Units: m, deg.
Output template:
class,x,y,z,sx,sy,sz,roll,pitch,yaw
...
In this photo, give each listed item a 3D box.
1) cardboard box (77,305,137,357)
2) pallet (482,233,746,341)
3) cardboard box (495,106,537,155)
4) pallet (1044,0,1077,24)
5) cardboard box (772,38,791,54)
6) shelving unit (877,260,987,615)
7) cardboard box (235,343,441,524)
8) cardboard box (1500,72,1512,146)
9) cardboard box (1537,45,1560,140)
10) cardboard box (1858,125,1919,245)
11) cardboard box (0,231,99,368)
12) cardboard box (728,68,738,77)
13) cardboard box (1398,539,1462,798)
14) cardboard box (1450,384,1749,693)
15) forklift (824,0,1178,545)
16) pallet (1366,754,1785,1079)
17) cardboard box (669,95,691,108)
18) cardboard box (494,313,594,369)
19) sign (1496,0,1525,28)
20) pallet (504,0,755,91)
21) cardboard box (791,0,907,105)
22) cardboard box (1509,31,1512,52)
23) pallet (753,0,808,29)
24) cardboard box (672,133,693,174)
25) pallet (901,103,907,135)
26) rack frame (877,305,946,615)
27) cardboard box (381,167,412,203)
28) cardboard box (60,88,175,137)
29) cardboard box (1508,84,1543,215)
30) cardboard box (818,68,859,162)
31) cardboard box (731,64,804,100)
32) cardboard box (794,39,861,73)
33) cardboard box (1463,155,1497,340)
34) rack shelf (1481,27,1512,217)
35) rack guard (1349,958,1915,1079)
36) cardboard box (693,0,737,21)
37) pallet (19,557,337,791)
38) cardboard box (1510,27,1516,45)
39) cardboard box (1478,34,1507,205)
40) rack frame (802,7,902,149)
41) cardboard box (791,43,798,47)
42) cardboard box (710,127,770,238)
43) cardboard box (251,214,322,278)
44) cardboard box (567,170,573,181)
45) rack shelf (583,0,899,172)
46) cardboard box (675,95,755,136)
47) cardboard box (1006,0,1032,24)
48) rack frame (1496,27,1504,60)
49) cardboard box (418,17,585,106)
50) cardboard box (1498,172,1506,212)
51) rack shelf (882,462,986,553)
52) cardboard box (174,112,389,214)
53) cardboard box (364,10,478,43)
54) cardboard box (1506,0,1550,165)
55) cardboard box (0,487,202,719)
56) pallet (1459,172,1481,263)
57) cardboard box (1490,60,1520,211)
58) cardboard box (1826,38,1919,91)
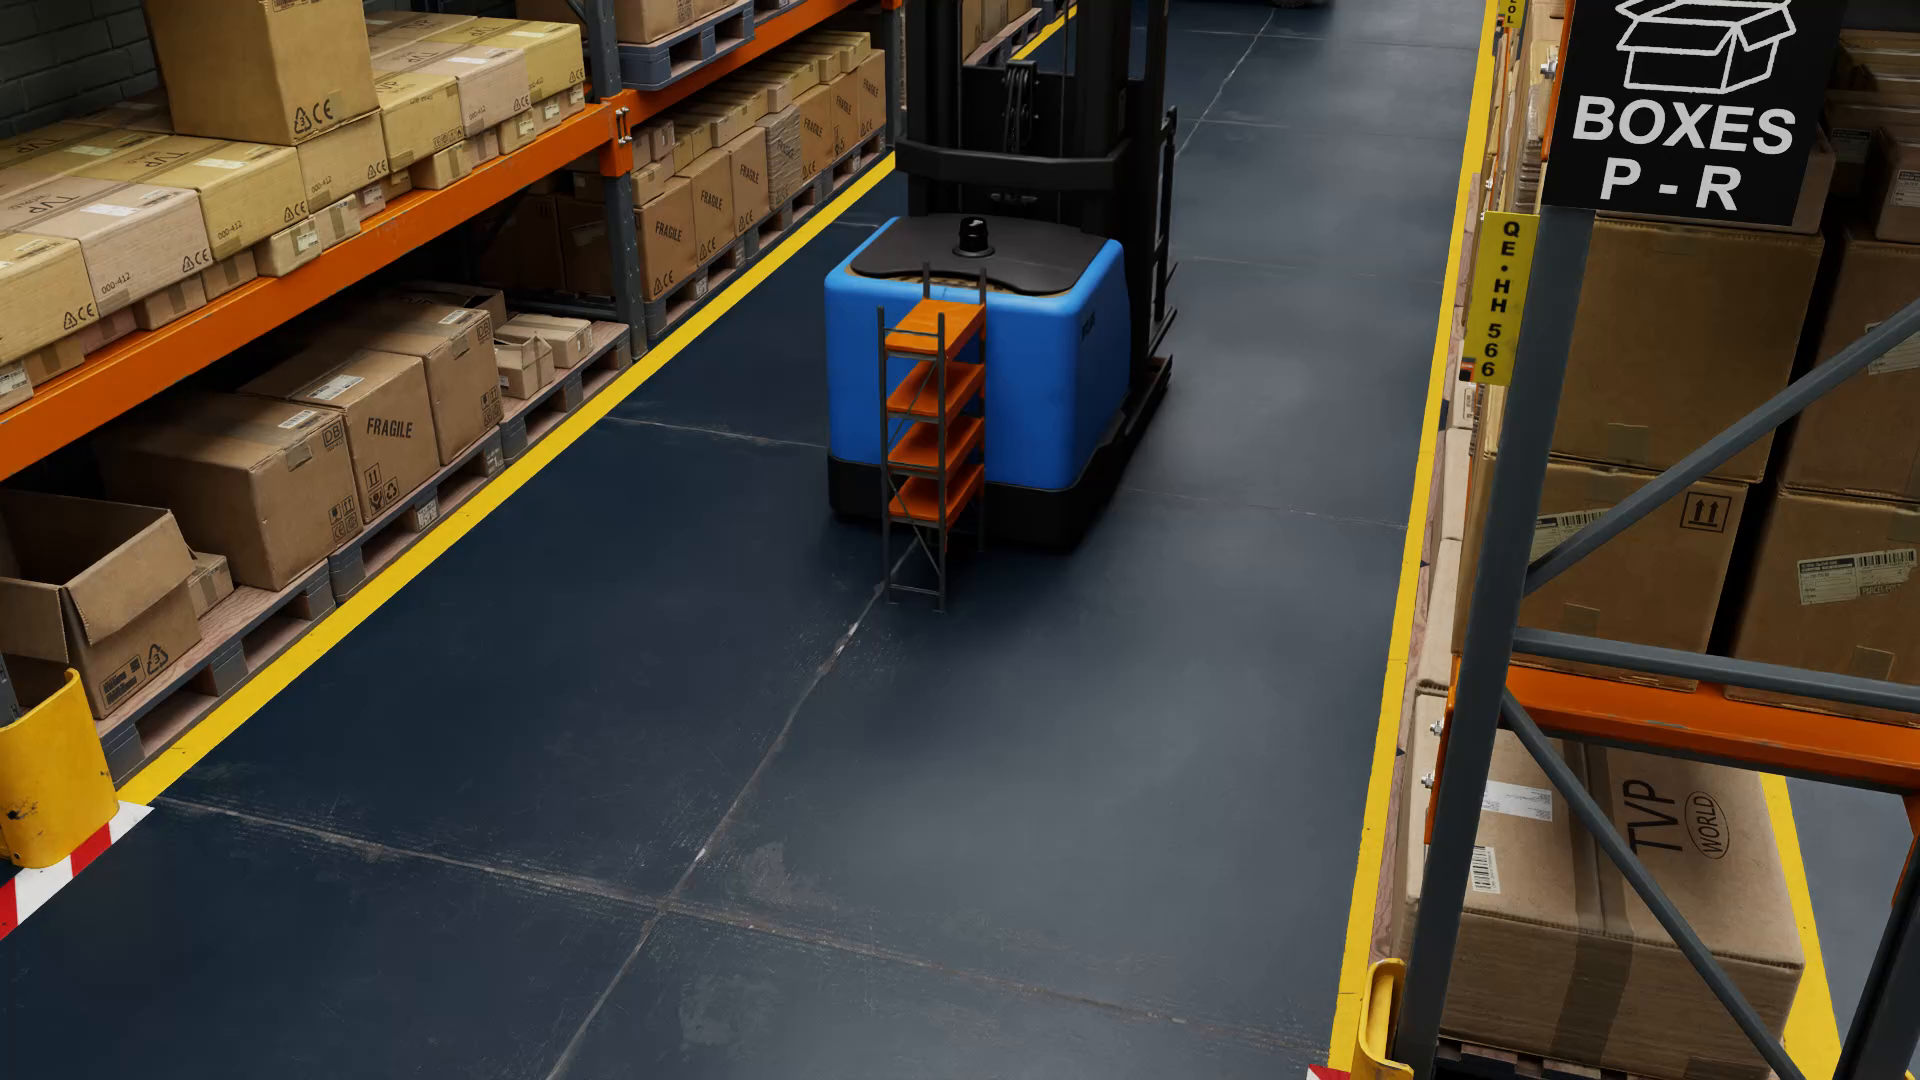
class,x,y,z,sx,sy,sz,roll,pitch,yaw
cardboard box,-2.822,-0.701,5.183,0.380,0.149,0.250,8,30,14
pallet,-1.879,-1.469,9.174,1.003,0.211,1.213,8,30,15
cardboard box,-2.042,-1.762,7.090,0.380,0.149,0.250,9,30,16
pallet,0.540,-5.167,15.821,1.003,0.211,1.213,8,30,15
cardboard box,-1.358,-3.340,11.141,0.380,0.149,0.250,10,31,17
shelving unit,-0.094,-0.377,6.194,0.258,1.200,0.503,9,30,15
cardboard box,-2.446,-0.431,6.578,0.500,0.500,0.500,9,30,16
cardboard box,2.556,-1.777,7.013,0.500,0.250,0.500,8,30,14
cardboard box,1.452,-0.952,3.577,0.380,0.149,0.250,8,30,14
cardboard box,1.860,-0.629,2.996,0.380,0.149,0.250,9,30,16
cardboard box,-2.865,-0.682,4.739,0.500,0.250,0.500,9,30,15
cardboard box,-1.627,-2.980,10.494,0.380,0.149,0.250,7,30,13
cardboard box,1.850,0.450,5.060,0.875,0.438,0.875,9,30,16
cardboard box,1.379,-0.045,3.642,0.500,0.500,0.500,9,30,15
forklift,0.393,-1.963,7.264,1.130,2.935,3.031,9,30,15
pallet,1.651,1.097,4.561,1.003,0.211,1.213,8,30,15
cardboard box,-1.806,-2.612,9.832,0.380,0.149,0.250,7,30,13
cardboard box,-1.964,-0.941,7.857,0.380,0.149,0.250,8,30,13
sign,2.143,-2.142,6.406,0.100,0.325,0.005,8,30,15
pallet,-1.742,-2.576,8.493,1.003,0.211,1.213,8,30,15
cardboard box,-0.711,-3.597,12.141,0.875,0.625,0.625,9,30,16
cardboard box,3.161,-2.716,8.700,0.500,0.250,0.500,9,30,17
pallet,-1.474,-3.175,9.569,1.003,0.211,1.213,8,30,15
cardboard box,-1.650,-2.068,8.855,0.380,0.149,0.250,7,30,12
pallet,-0.628,-3.322,12.504,1.003,0.211,1.213,8,30,15
rack frame,-0.169,-0.264,5.991,0.240,1.200,0.015,9,30,15
cardboard box,-2.376,-1.417,6.471,0.380,0.149,0.250,9,30,16
cardboard box,-2.918,-1.473,6.161,0.500,0.250,0.500,8,30,15
cardboard box,1.530,-0.725,3.836,0.500,0.500,0.500,9,30,15
cardboard box,-0.983,-2.796,10.830,0.500,0.500,0.500,8,30,14
cardboard box,-1.174,-2.793,10.157,0.380,0.149,0.250,8,30,14
cardboard box,-0.860,-3.141,10.783,0.380,0.149,0.250,7,30,12
cardboard box,2.770,-1.152,7.490,0.875,0.875,0.875,9,30,16
rack shelf,3.252,-2.213,8.382,1.077,0.370,4.000,8,30,15
rack guard,1.484,1.365,3.783,1.175,0.500,0.348,8,30,15
cardboard box,-1.573,-2.965,8.460,0.700,0.500,0.500,9,30,15
pallet,-3.000,0.367,5.873,1.003,0.211,1.213,8,30,15
cardboard box,2.848,-2.465,7.736,0.500,0.250,0.500,9,30,16
cardboard box,3.557,-2.403,9.737,0.875,0.875,0.875,8,30,14
rack frame,-0.907,-4.163,11.148,1.000,3.000,0.127,8,30,15
cardboard box,-1.299,-3.099,11.374,0.500,0.500,0.500,10,31,17
cardboard box,-1.427,-2.068,9.522,0.500,0.500,0.500,8,30,13
cardboard box,-2.471,-1.041,5.794,0.380,0.149,0.250,8,30,13
cardboard box,-2.177,-2.014,8.757,0.380,0.149,0.250,9,30,15
rack shelf,-1.494,-2.919,9.653,1.077,0.370,4.000,8,30,15
cardboard box,-1.398,-2.424,9.493,0.380,0.149,0.250,10,30,17
cardboard box,0.125,-4.924,14.526,0.875,0.625,0.625,10,31,17
rack frame,5.013,-5.316,13.220,1.000,3.000,0.127,8,30,15
cardboard box,-1.998,-2.097,7.283,0.500,0.250,0.500,9,30,16
cardboard box,1.822,-0.758,4.924,0.500,0.500,0.500,9,30,16
rack shelf,-0.094,-0.145,6.323,0.258,0.148,0.480,9,30,15
cardboard box,-2.441,-1.393,6.018,0.500,0.250,0.500,8,30,14
cardboard box,-2.485,-2.177,7.427,0.500,0.250,0.500,8,30,14
cardboard box,1.978,-1.421,5.088,0.500,0.500,0.500,9,30,16
cardboard box,-2.985,0.191,5.457,0.797,0.503,0.637,7,30,13
pallet,3.536,-1.883,9.917,1.003,0.211,1.213,8,30,15
cardboard box,2.277,-1.461,6.188,0.500,0.500,0.500,9,30,17
cardboard box,2.114,-0.990,3.645,0.380,0.149,0.250,8,30,13
